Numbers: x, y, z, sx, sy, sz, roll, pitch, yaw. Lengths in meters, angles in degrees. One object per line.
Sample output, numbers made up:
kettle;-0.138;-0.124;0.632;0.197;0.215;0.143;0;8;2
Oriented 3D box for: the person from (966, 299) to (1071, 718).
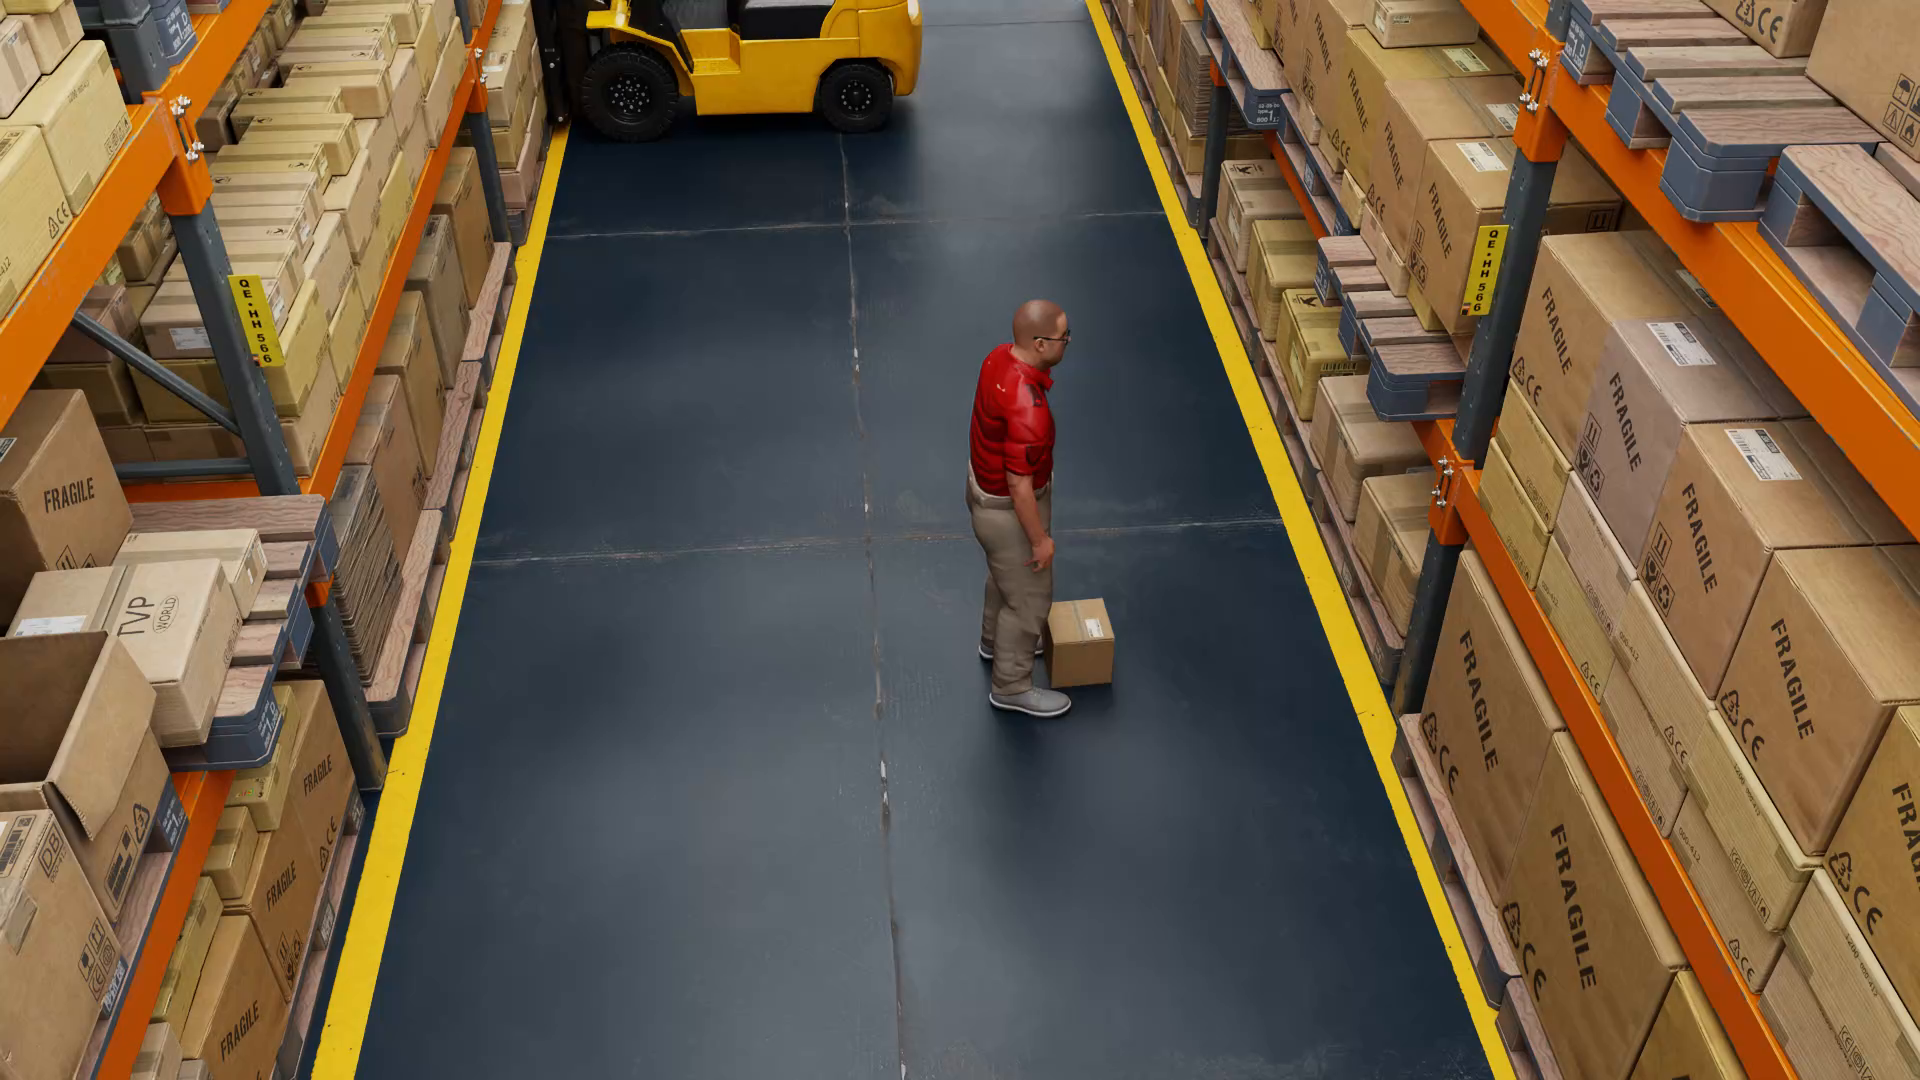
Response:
person;0.227;-0.136;6.333;0.389;1.727;0.606;-5;39;-6
